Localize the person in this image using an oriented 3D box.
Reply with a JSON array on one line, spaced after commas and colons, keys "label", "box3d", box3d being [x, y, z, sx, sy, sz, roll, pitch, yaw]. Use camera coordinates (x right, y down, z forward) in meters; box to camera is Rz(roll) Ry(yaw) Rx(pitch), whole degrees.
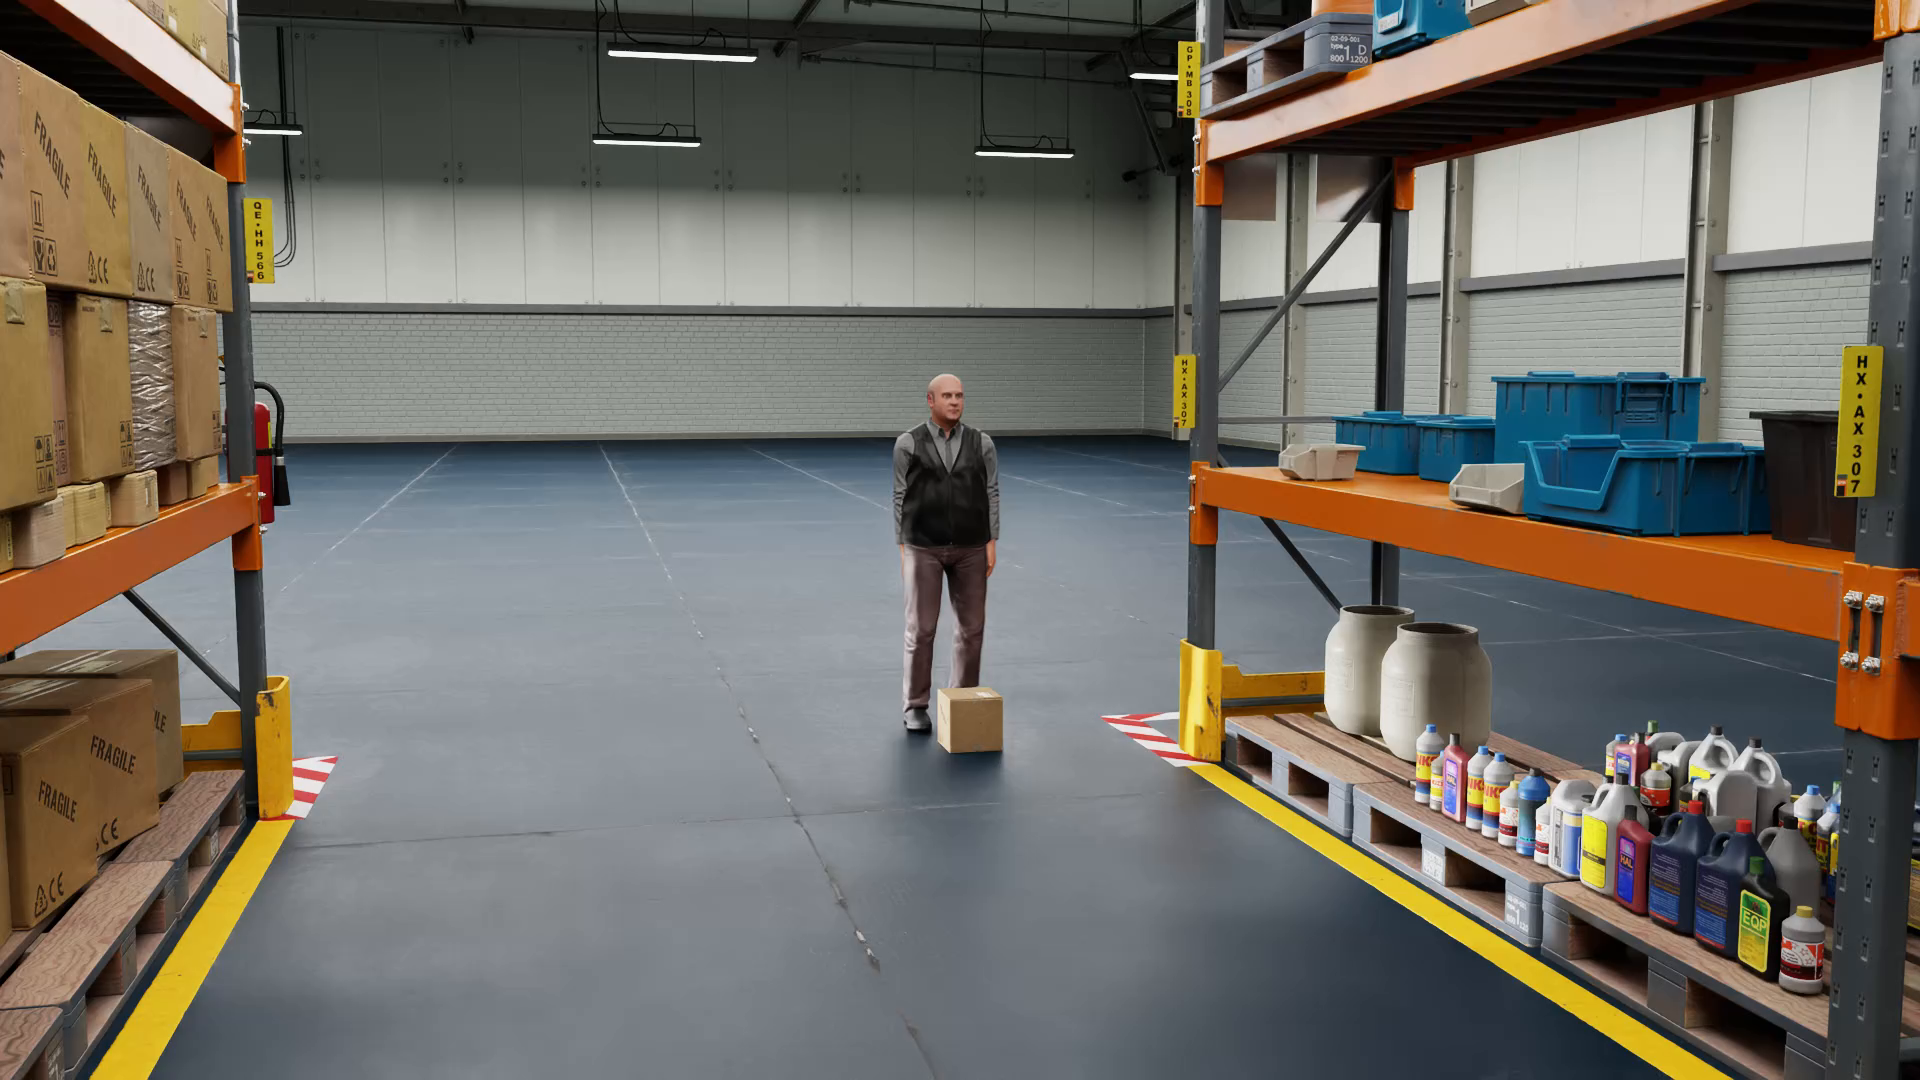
[{"label": "person", "box3d": [-0.059, 0.056, 8.073, 0.530, 1.716, 0.359, -1, 6, -12]}]
